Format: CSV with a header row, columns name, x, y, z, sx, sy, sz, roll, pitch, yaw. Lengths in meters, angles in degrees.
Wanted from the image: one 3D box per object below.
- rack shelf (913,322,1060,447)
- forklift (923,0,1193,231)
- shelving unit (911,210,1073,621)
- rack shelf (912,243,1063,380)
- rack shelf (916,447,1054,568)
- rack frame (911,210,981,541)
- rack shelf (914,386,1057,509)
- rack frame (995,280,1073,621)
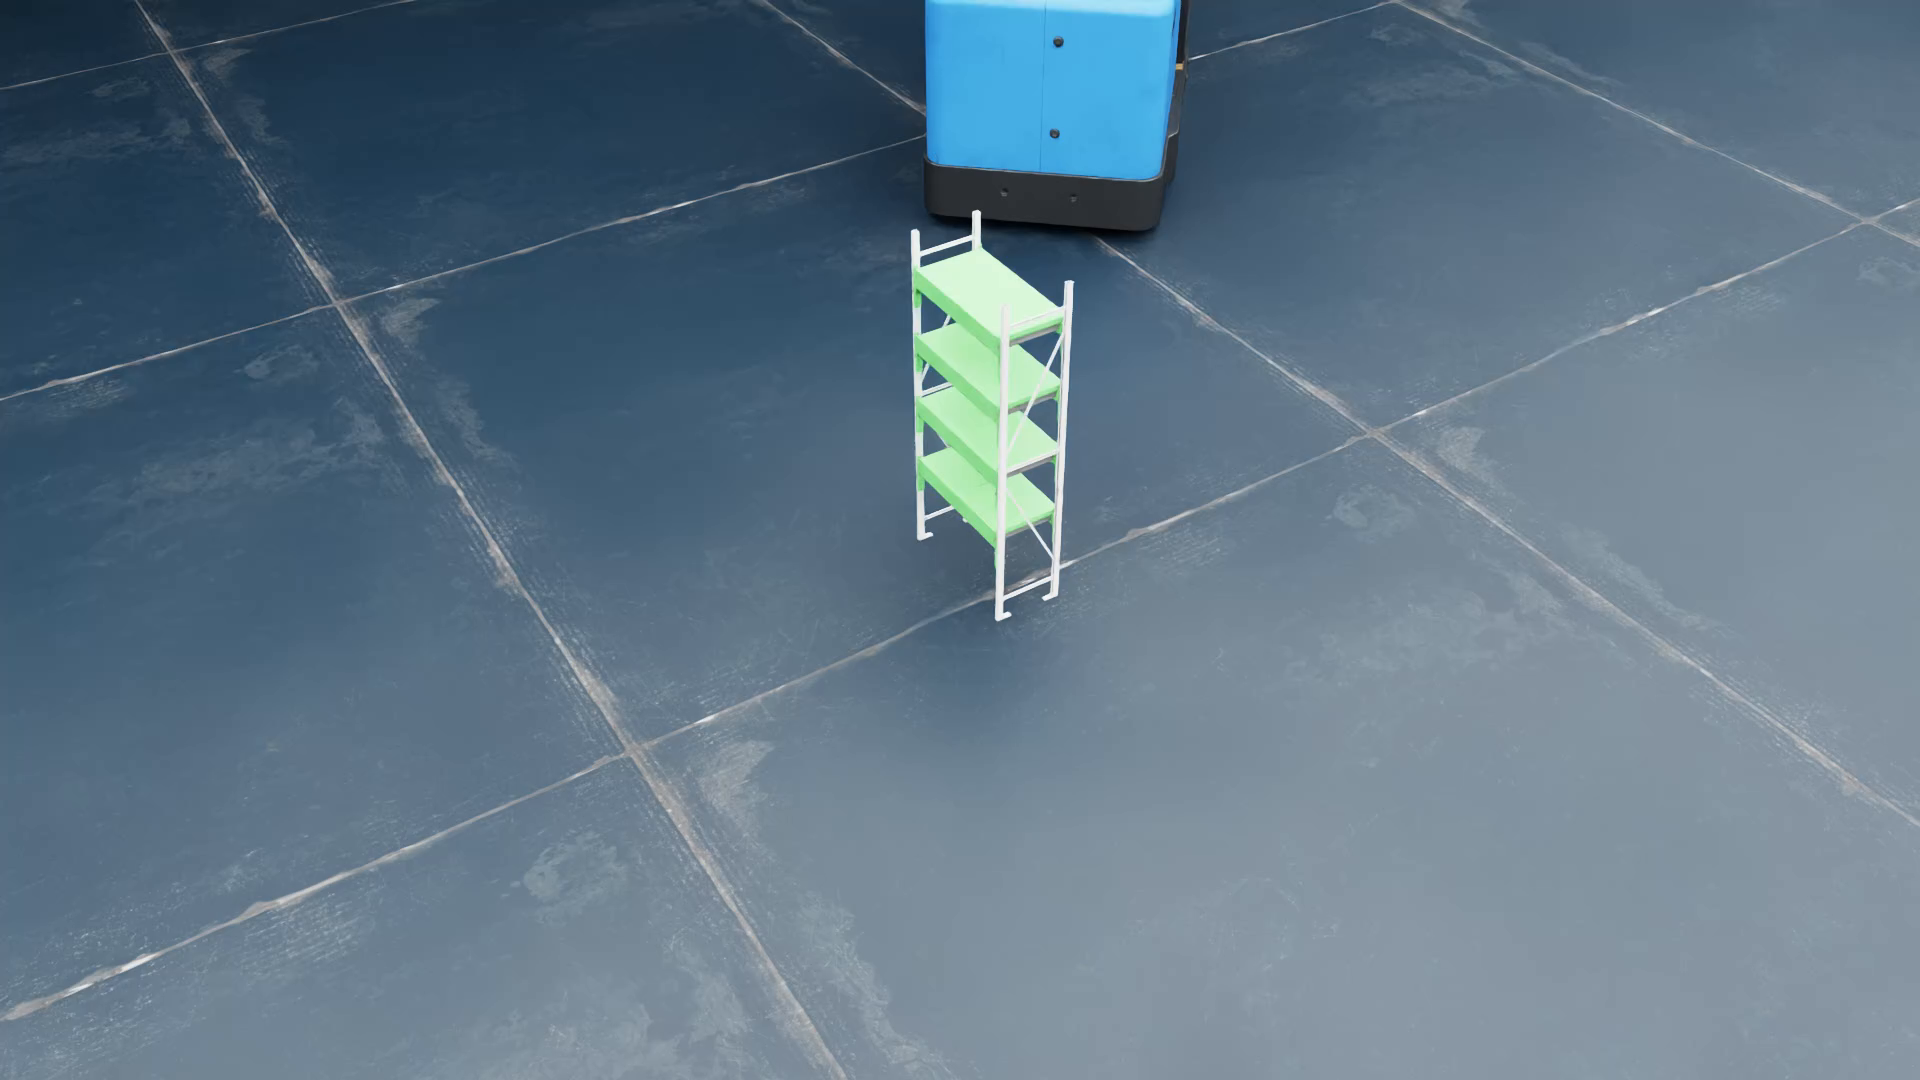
name,x,y,z,sx,sy,sz,roll,pitch,yaw
rack shelf,0.089,-0.507,5.146,0.258,0.148,0.480,-22,45,-24
forklift,0.588,-3.419,7.564,1.130,2.935,3.031,6,40,7
shelving unit,0.089,-0.372,5.259,0.258,1.200,0.503,-22,45,-24
rack shelf,0.089,-0.691,4.992,0.258,0.148,0.480,-22,45,-24
rack shelf,0.089,-0.138,5.453,0.258,0.148,0.480,-22,45,-24
rack frame,-0.042,-0.503,5.417,0.240,1.200,0.015,-22,45,-24
rack shelf,0.089,-0.323,5.300,0.258,0.148,0.480,-22,45,-24
rack frame,0.220,-0.240,5.101,0.240,1.200,0.015,-22,45,-24
